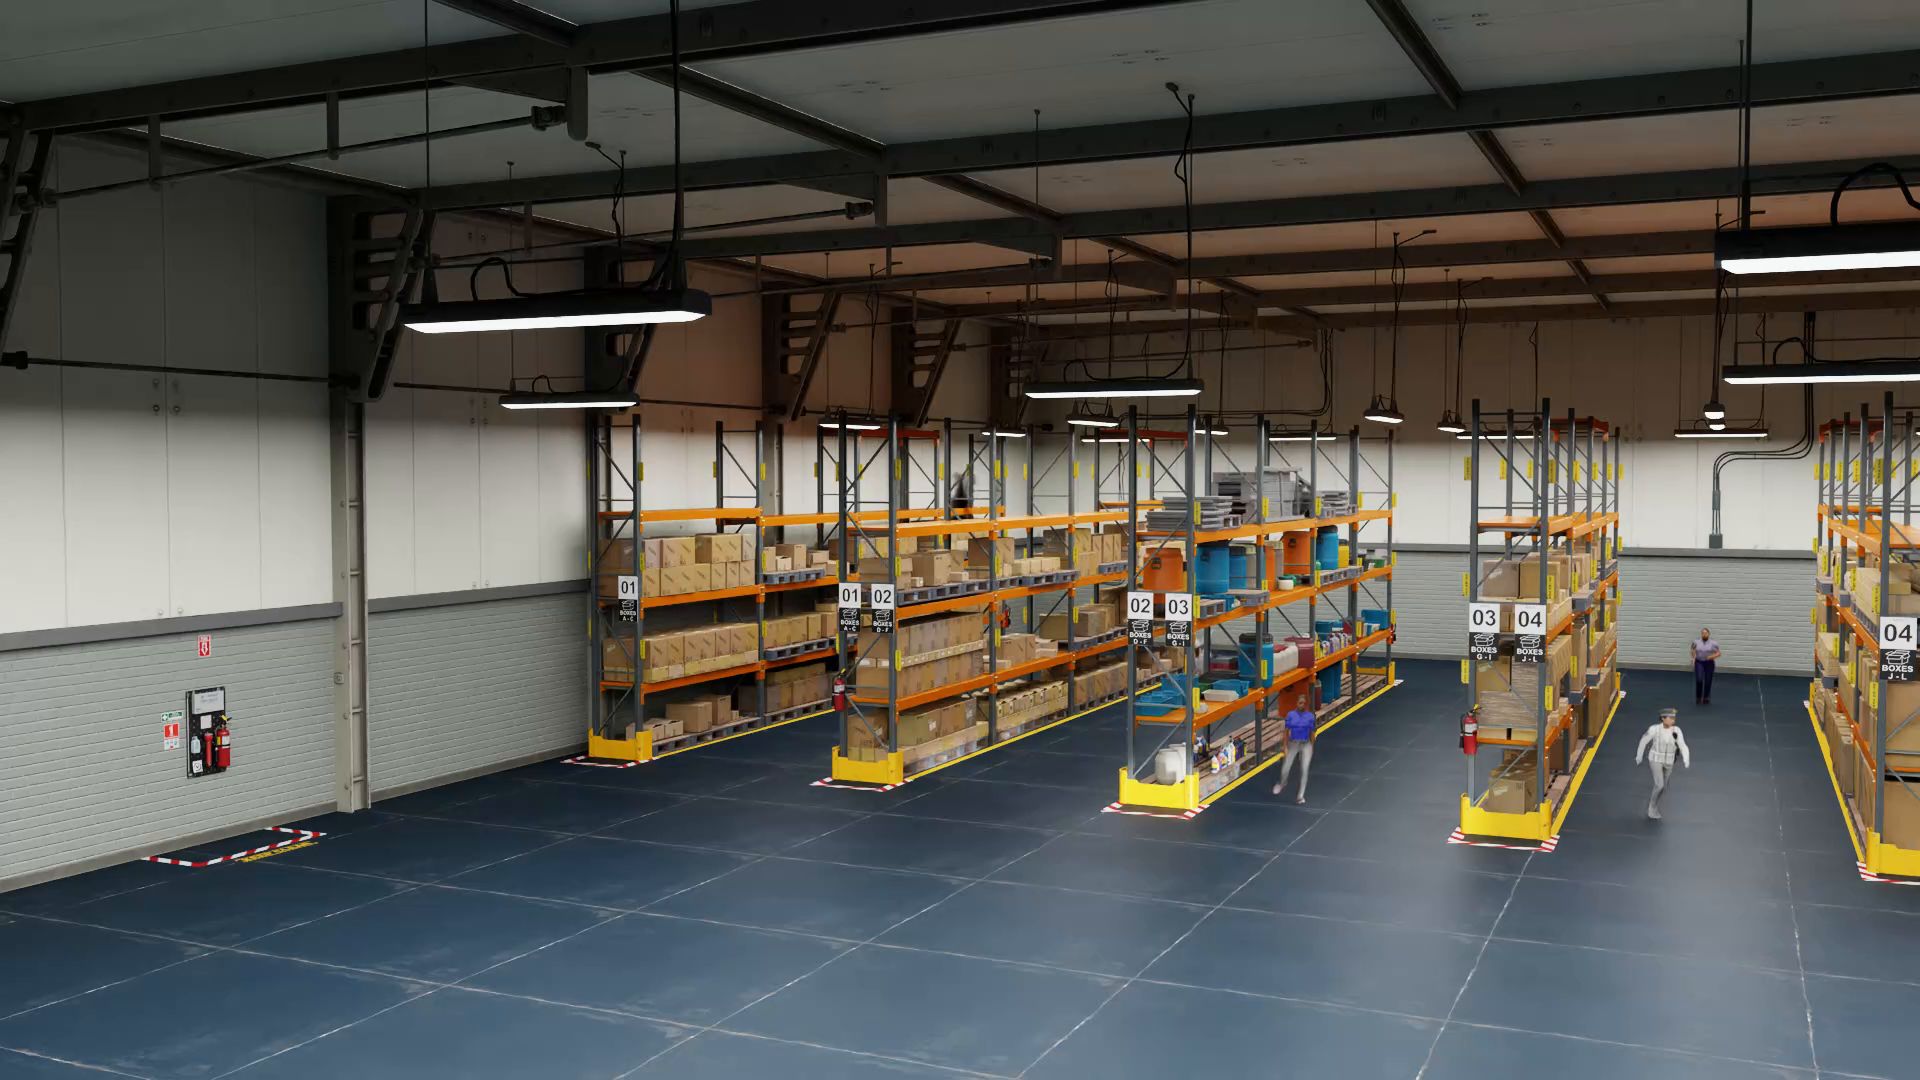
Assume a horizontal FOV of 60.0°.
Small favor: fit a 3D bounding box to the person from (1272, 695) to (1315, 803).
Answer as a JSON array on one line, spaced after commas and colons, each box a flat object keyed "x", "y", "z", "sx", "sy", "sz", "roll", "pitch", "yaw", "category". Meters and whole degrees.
[{"x": 5.063, "y": 3.144, "z": 25.238, "sx": 0.612, "sy": 1.618, "sz": 0.594, "roll": 0, "pitch": 2, "yaw": 9, "category": "person"}]

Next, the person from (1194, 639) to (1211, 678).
[{"x": 5.006, "y": 2.782, "z": 33.841, "sx": 0.702, "sy": 1.587, "sz": 1.115, "roll": 2, "pitch": 3, "yaw": 45, "category": "person"}]

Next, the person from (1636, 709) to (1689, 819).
[{"x": 10.077, "y": 3.205, "z": 23.747, "sx": 0.570, "sy": 1.610, "sz": 0.782, "roll": 0, "pitch": 2, "yaw": -1, "category": "person"}]

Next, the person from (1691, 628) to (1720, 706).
[{"x": 15.994, "y": 2.732, "z": 35.684, "sx": 0.580, "sy": 1.691, "sz": 0.764, "roll": 1, "pitch": 3, "yaw": 23, "category": "person"}]
